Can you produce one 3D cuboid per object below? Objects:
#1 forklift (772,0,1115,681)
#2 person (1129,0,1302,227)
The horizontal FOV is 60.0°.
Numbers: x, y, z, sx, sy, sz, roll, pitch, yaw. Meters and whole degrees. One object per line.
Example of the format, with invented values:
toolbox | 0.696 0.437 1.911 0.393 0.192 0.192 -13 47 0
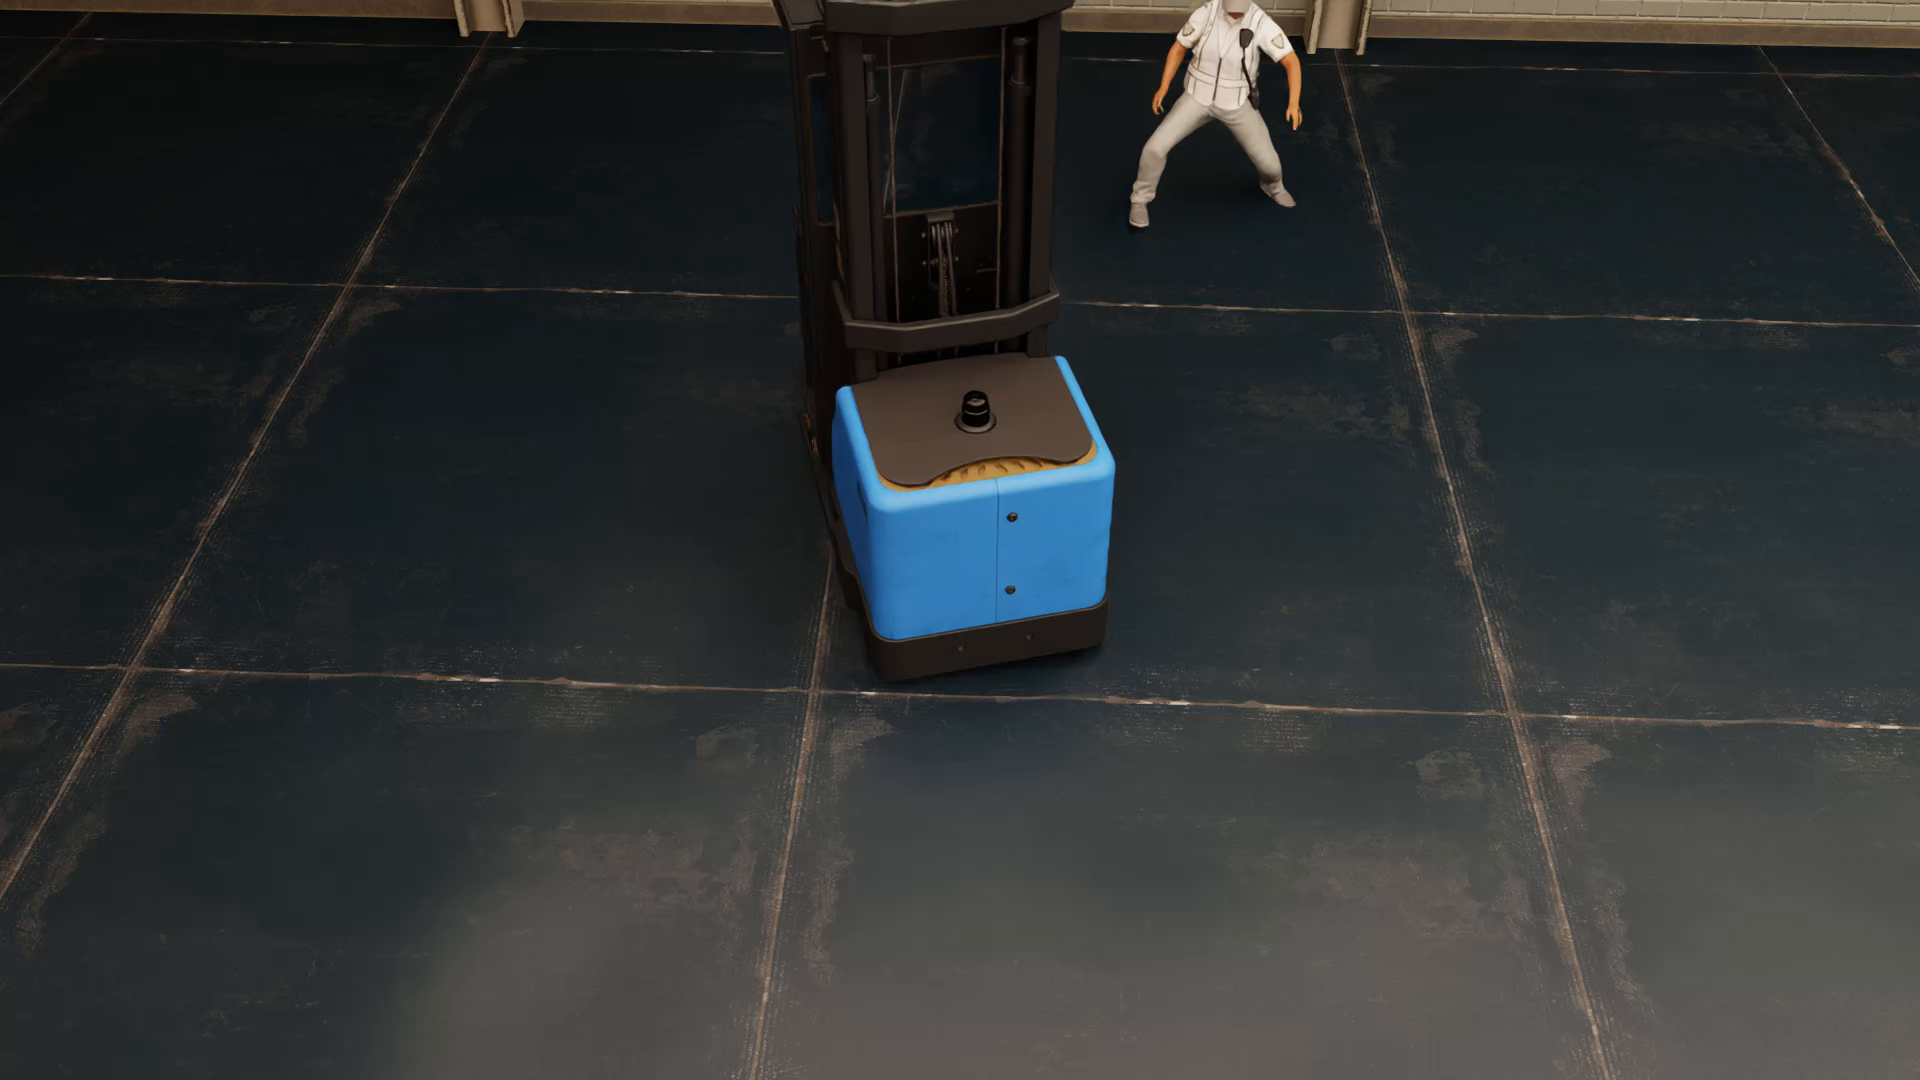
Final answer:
forklift | -0.196 -1.484 7.368 1.130 2.935 3.031 -9 43 -10
person | 1.537 -2.530 9.608 0.939 1.535 0.817 13 44 14
